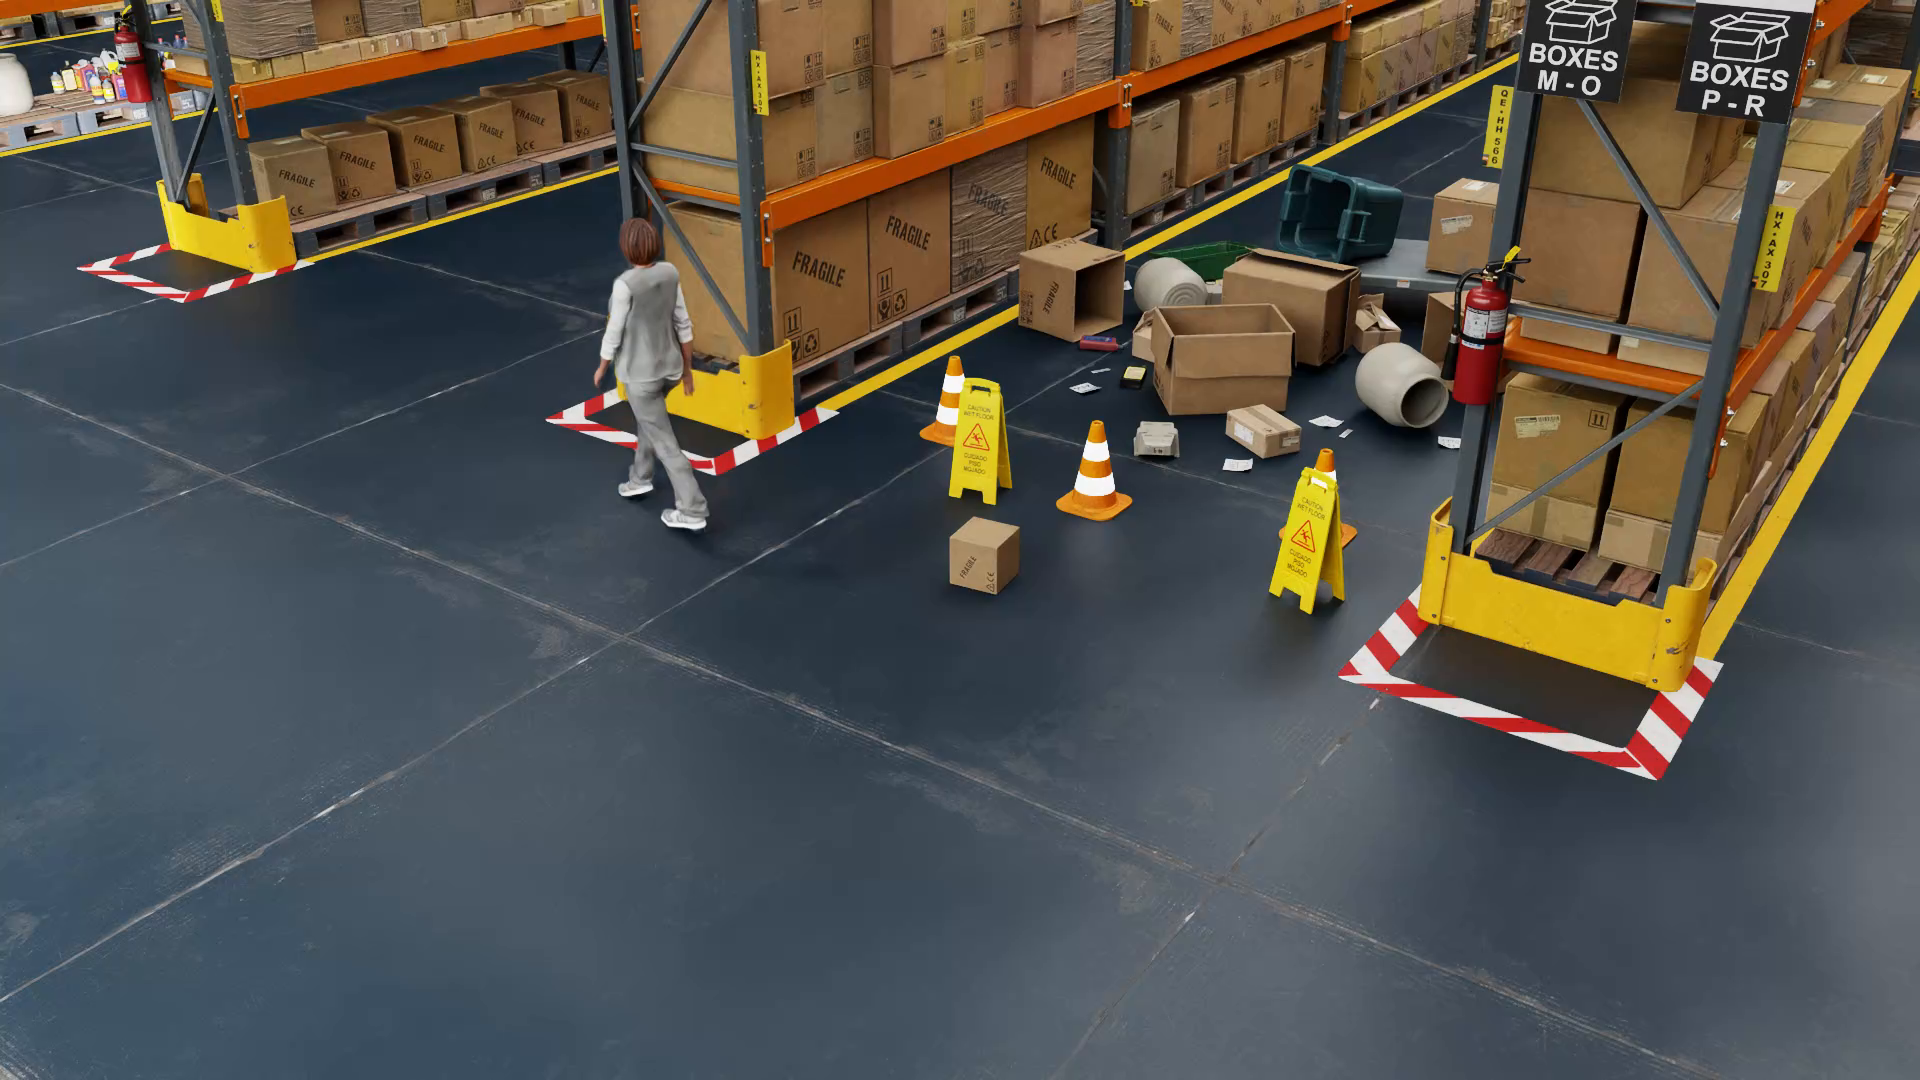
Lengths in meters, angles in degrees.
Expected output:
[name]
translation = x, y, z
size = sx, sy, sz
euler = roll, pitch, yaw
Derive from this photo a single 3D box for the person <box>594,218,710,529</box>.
[person]
translation = -1.575, -0.825, 8.217
size = 0.774, 1.599, 0.422
euler = 19, 33, 32
